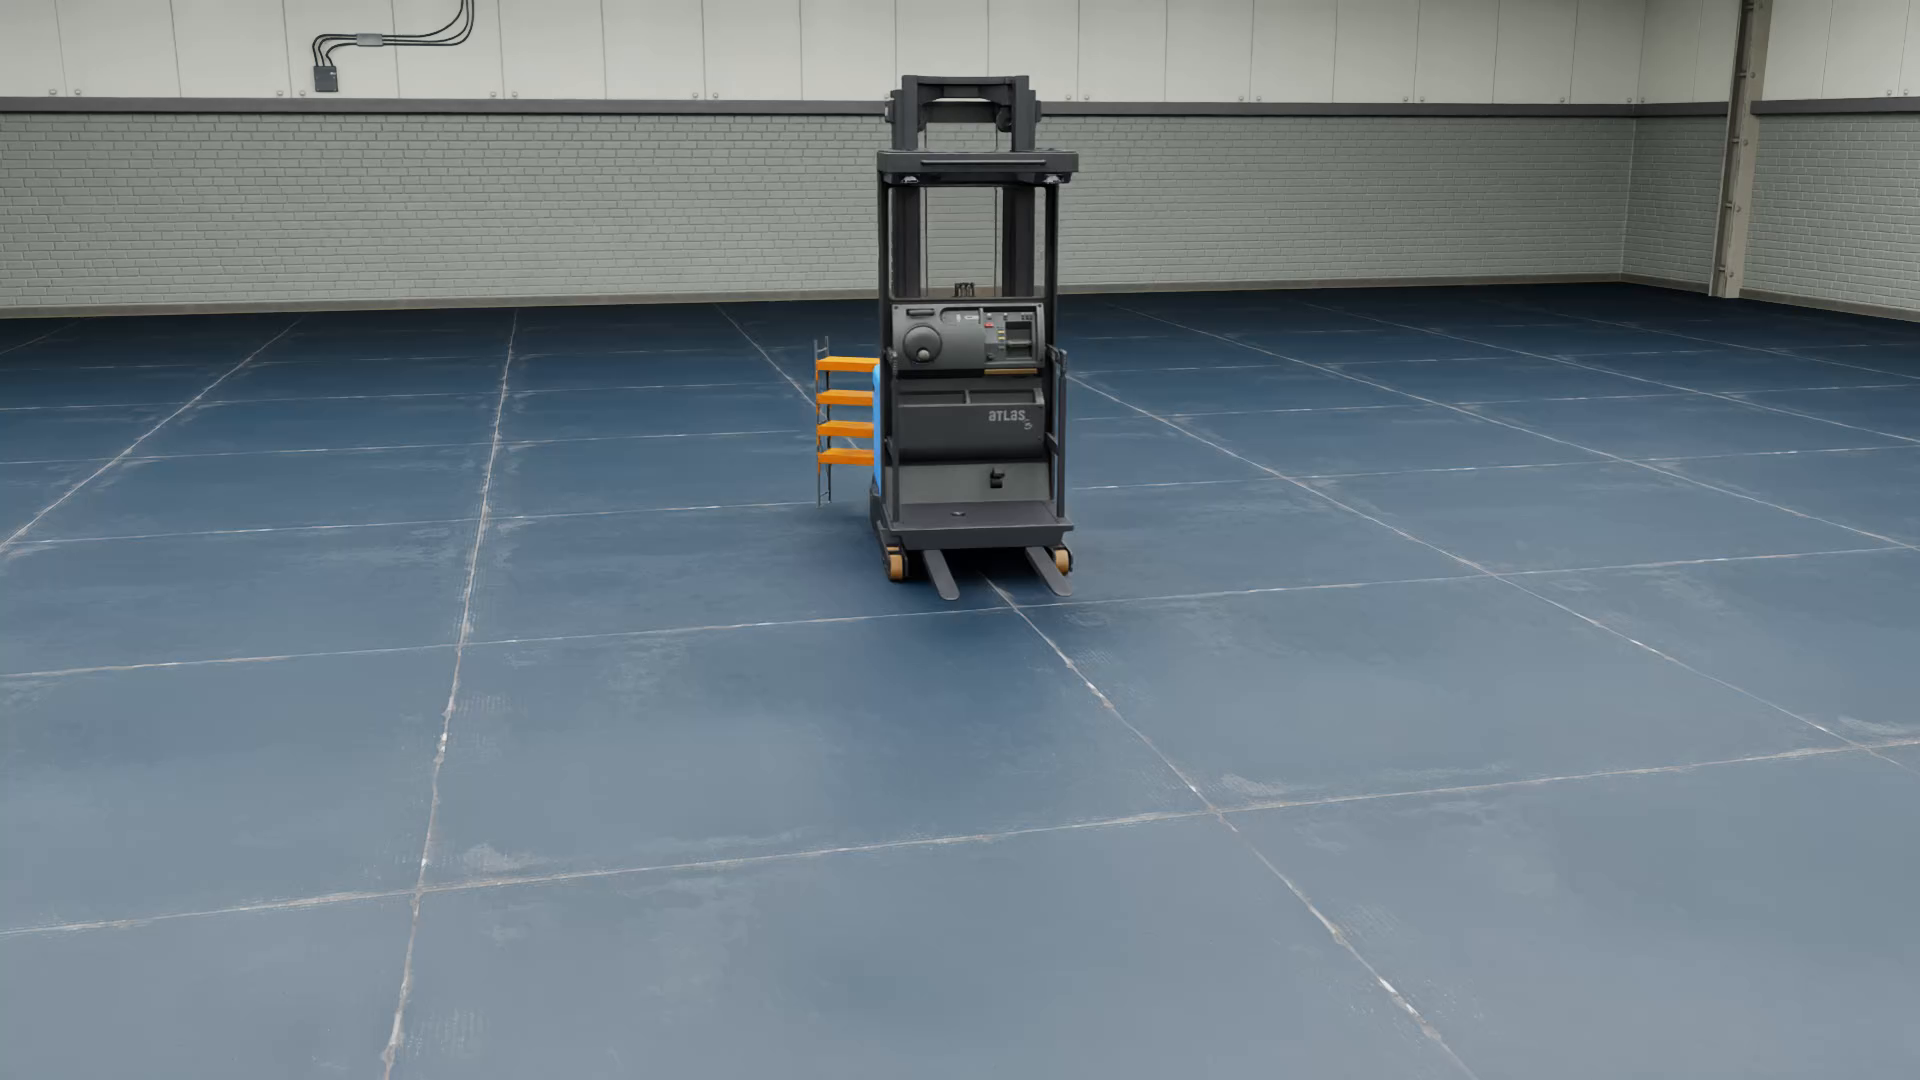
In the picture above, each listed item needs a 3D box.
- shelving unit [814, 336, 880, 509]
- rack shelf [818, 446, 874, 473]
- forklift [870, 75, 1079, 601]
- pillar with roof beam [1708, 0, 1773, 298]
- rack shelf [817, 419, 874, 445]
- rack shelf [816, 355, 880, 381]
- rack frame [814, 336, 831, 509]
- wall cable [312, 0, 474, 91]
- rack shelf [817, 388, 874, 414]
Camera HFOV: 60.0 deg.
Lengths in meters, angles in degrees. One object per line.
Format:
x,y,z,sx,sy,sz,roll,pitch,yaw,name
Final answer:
-0.739,-0.816,11.739,0.503,1.200,0.258,4,14,16,shelving unit
-0.739,-0.558,11.802,0.480,0.148,0.258,4,14,16,rack shelf
0.080,-1.261,9.915,1.130,2.935,3.031,-2,14,-7,forklift
8.330,-8.115,25.181,9.100,9.000,0.400,-3,14,-13,pillar with roof beam
-0.739,-0.751,11.755,0.480,0.148,0.258,4,14,16,rack shelf
-0.739,-1.198,11.646,0.480,0.148,0.258,4,14,16,rack shelf
-0.973,-0.832,11.806,0.015,1.200,0.240,4,14,16,rack frame
-8.279,-9.530,23.807,2.305,6.003,0.169,-3,14,-13,wall cable
-0.739,-0.968,11.702,0.480,0.148,0.258,4,14,16,rack shelf
